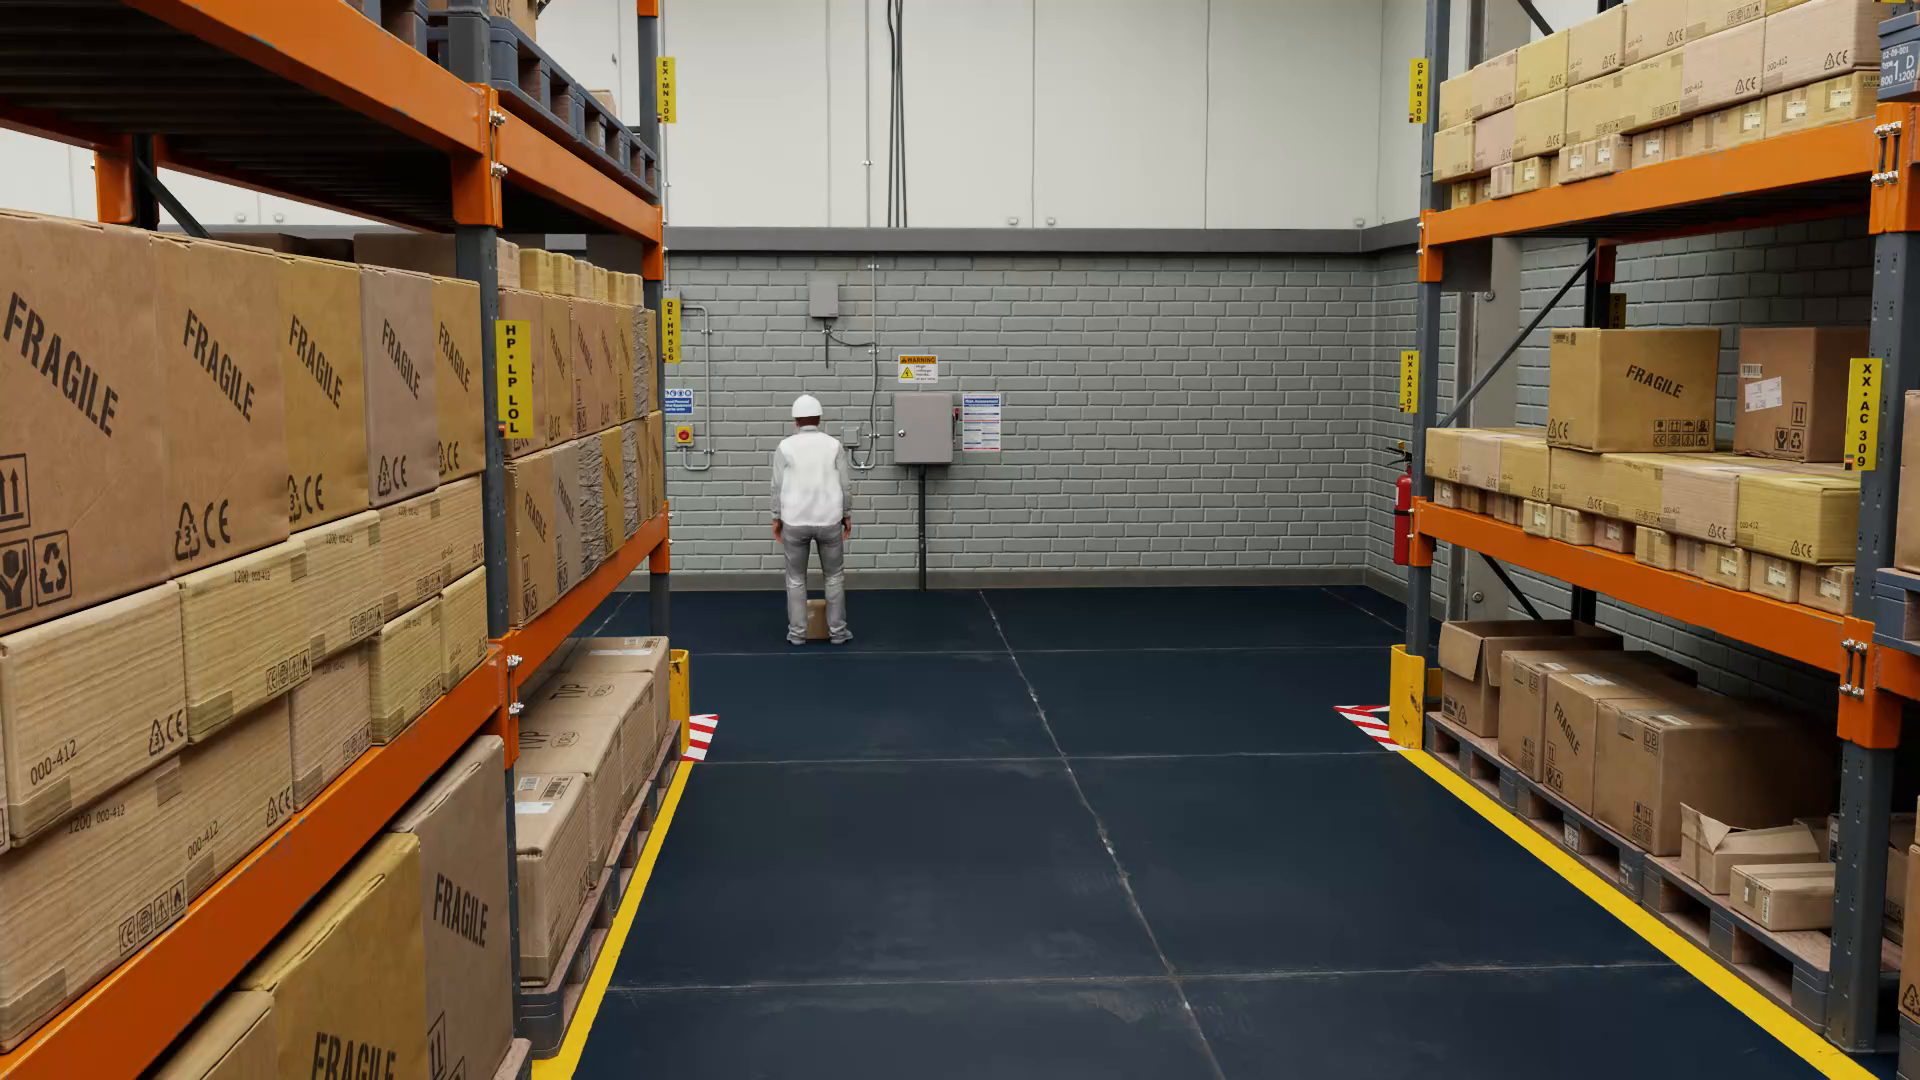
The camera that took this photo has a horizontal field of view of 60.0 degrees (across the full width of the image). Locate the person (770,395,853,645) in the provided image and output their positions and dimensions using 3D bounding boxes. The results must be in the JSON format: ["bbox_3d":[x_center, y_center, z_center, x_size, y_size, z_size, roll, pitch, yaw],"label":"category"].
[{"bbox_3d":[-1.056,-0.144,11.839,0.584,1.770,0.463,-1,7,-7],"label":"person"}]
